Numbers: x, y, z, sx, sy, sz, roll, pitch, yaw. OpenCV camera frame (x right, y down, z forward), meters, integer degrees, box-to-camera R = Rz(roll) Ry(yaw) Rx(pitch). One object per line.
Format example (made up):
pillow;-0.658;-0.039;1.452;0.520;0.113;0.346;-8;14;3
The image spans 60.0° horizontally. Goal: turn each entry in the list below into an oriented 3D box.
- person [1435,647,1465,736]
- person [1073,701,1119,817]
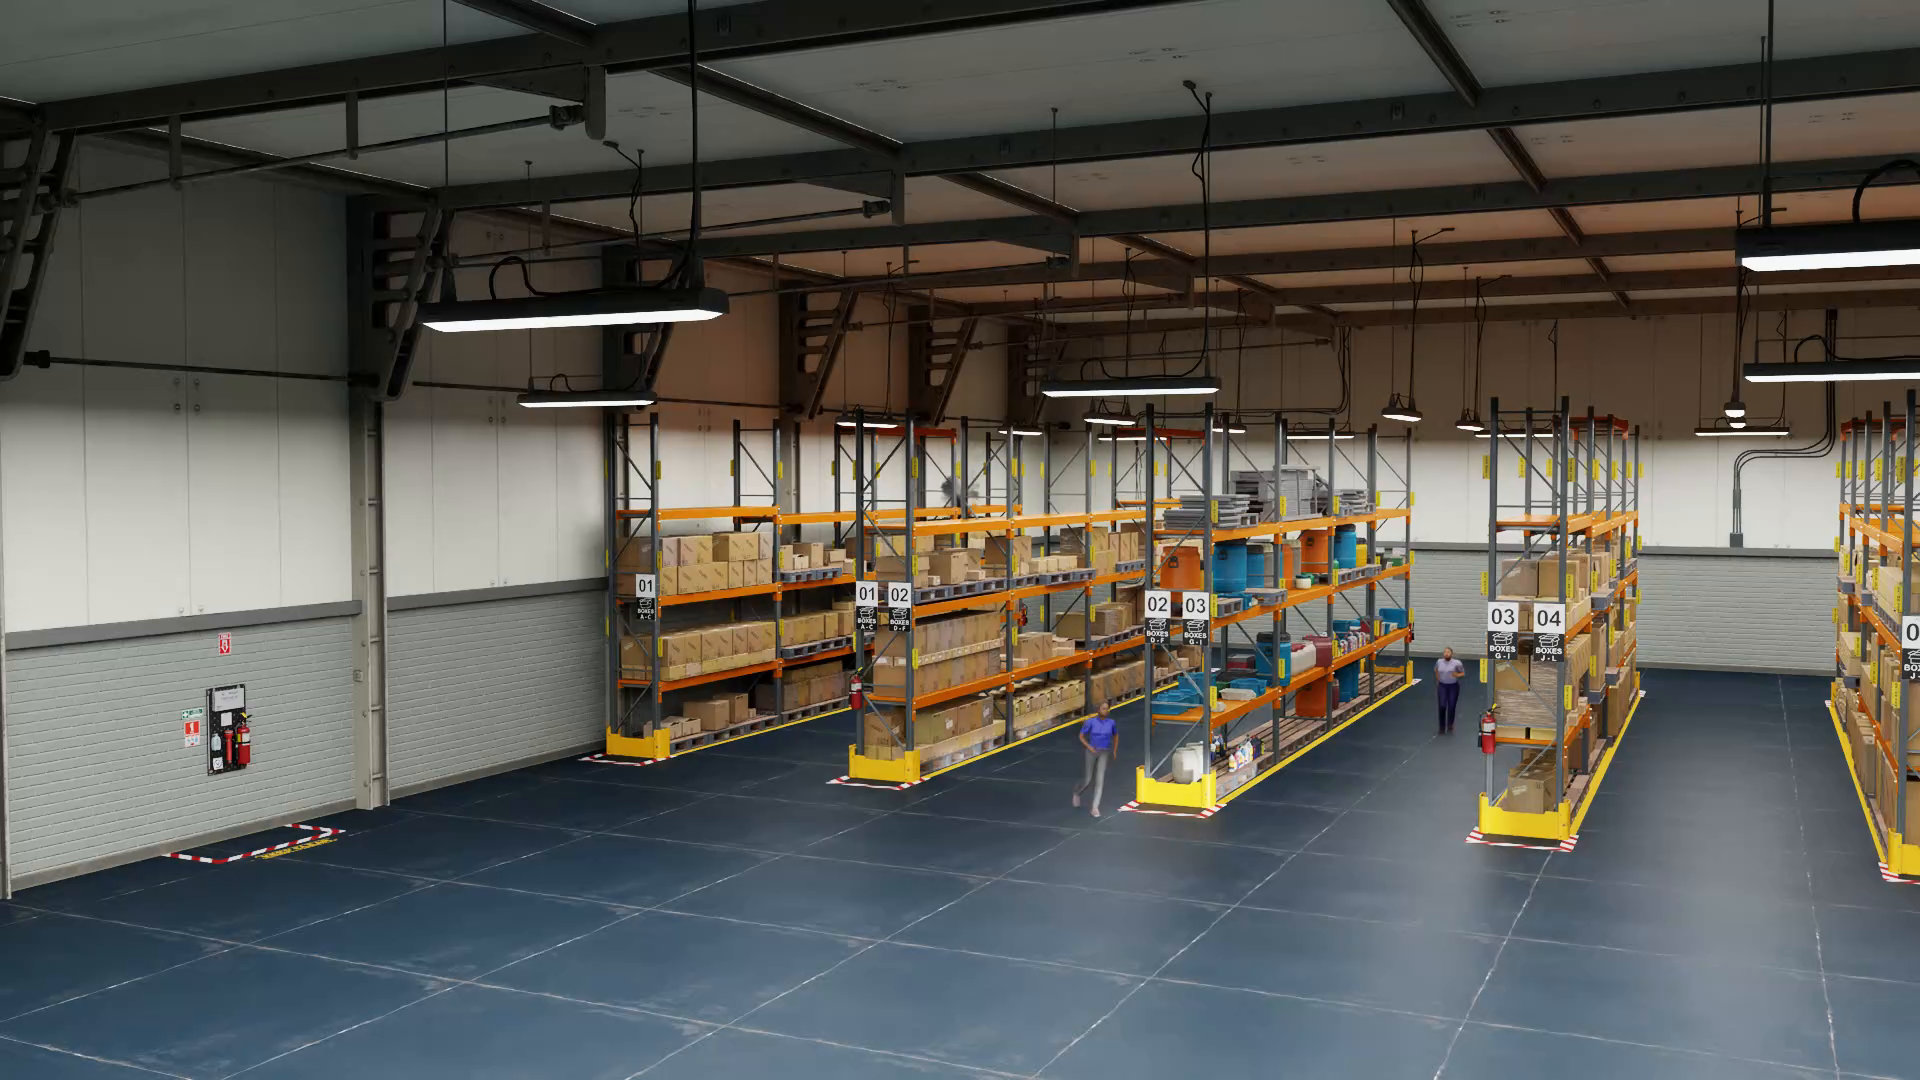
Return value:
person;9.287;2.874;31.542;0.574;1.719;0.754;1;3;20
person;2.031;3.165;24.307;0.641;1.632;0.785;0;2;-12
